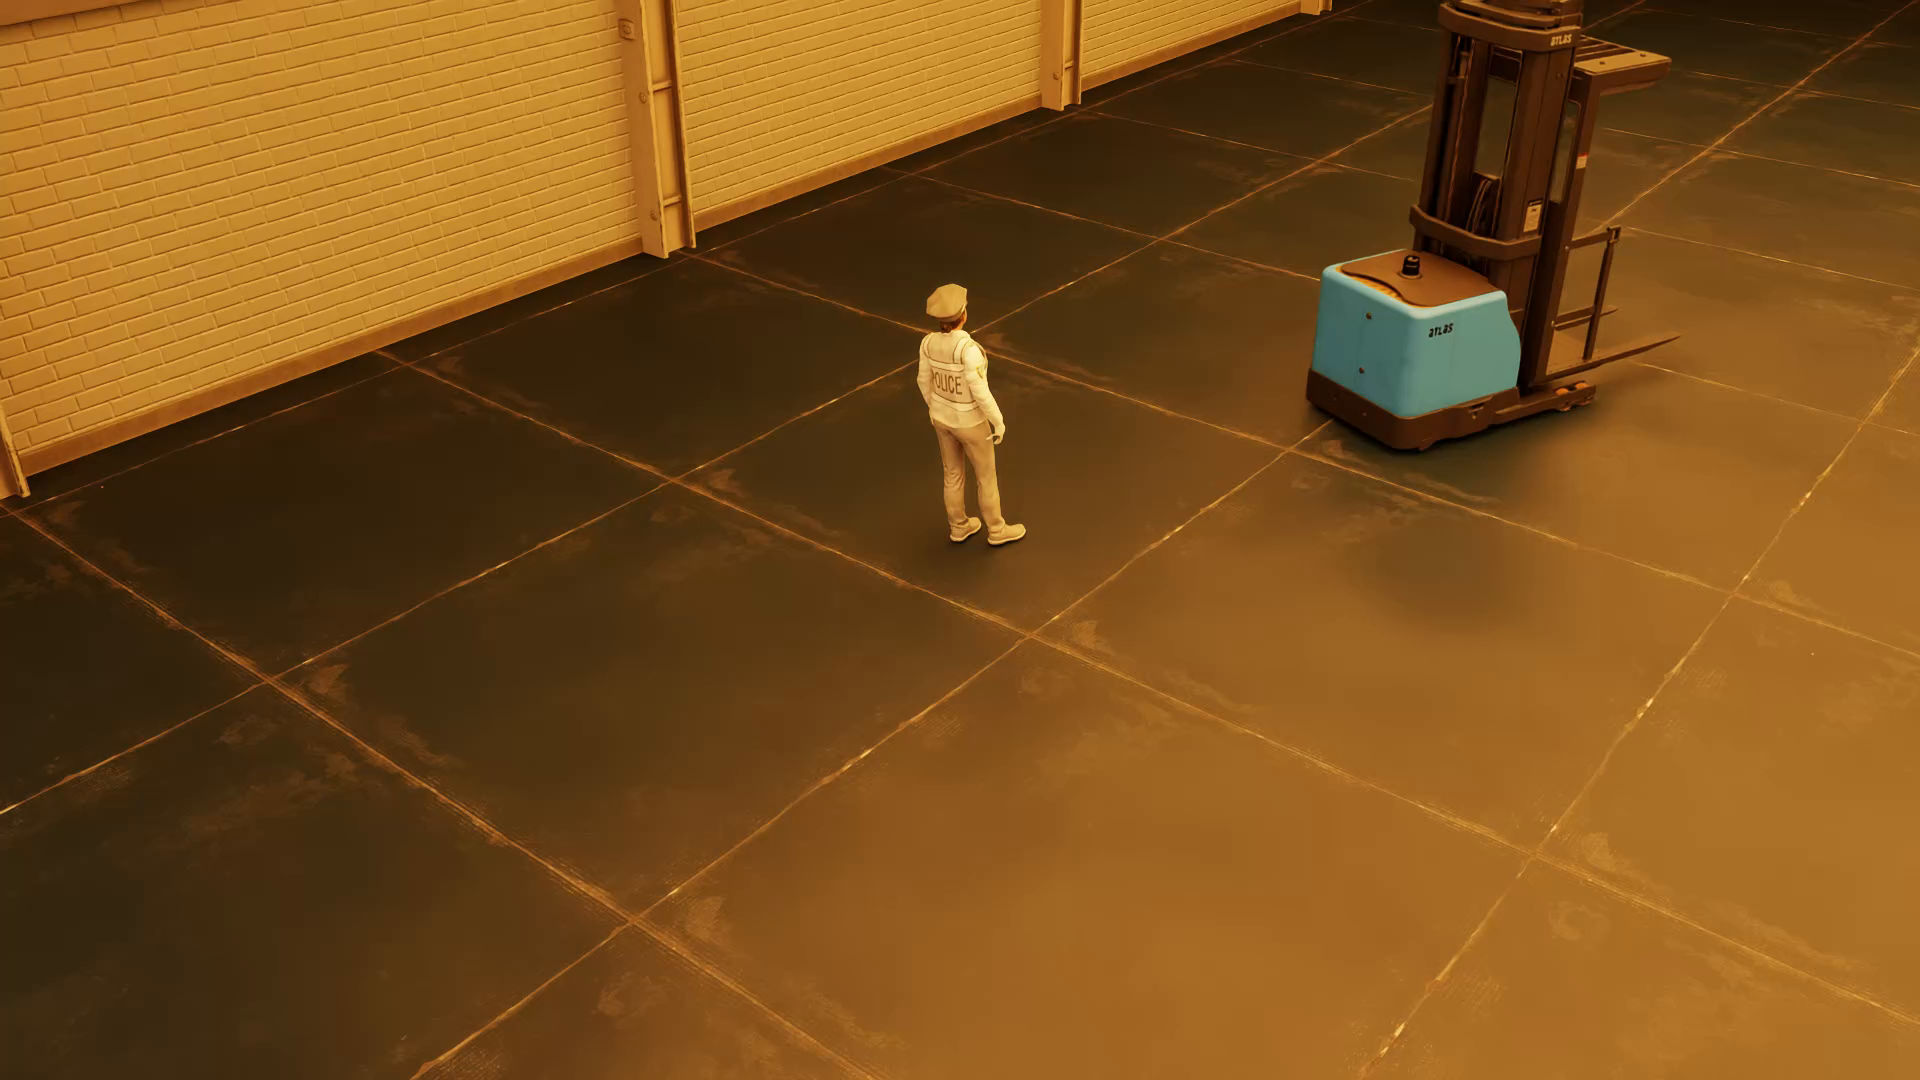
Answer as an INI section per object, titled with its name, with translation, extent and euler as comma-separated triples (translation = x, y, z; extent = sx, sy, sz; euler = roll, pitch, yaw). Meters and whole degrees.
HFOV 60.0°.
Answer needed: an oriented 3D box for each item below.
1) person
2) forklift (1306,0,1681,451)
[person]
translation = 0.049, -0.762, 10.111
extent = 0.586, 1.694, 0.530
euler = 22, 37, 33
[forklift]
translation = 4.060, -2.414, 11.727
extent = 3.031, 2.935, 1.130
euler = -16, 34, -26
